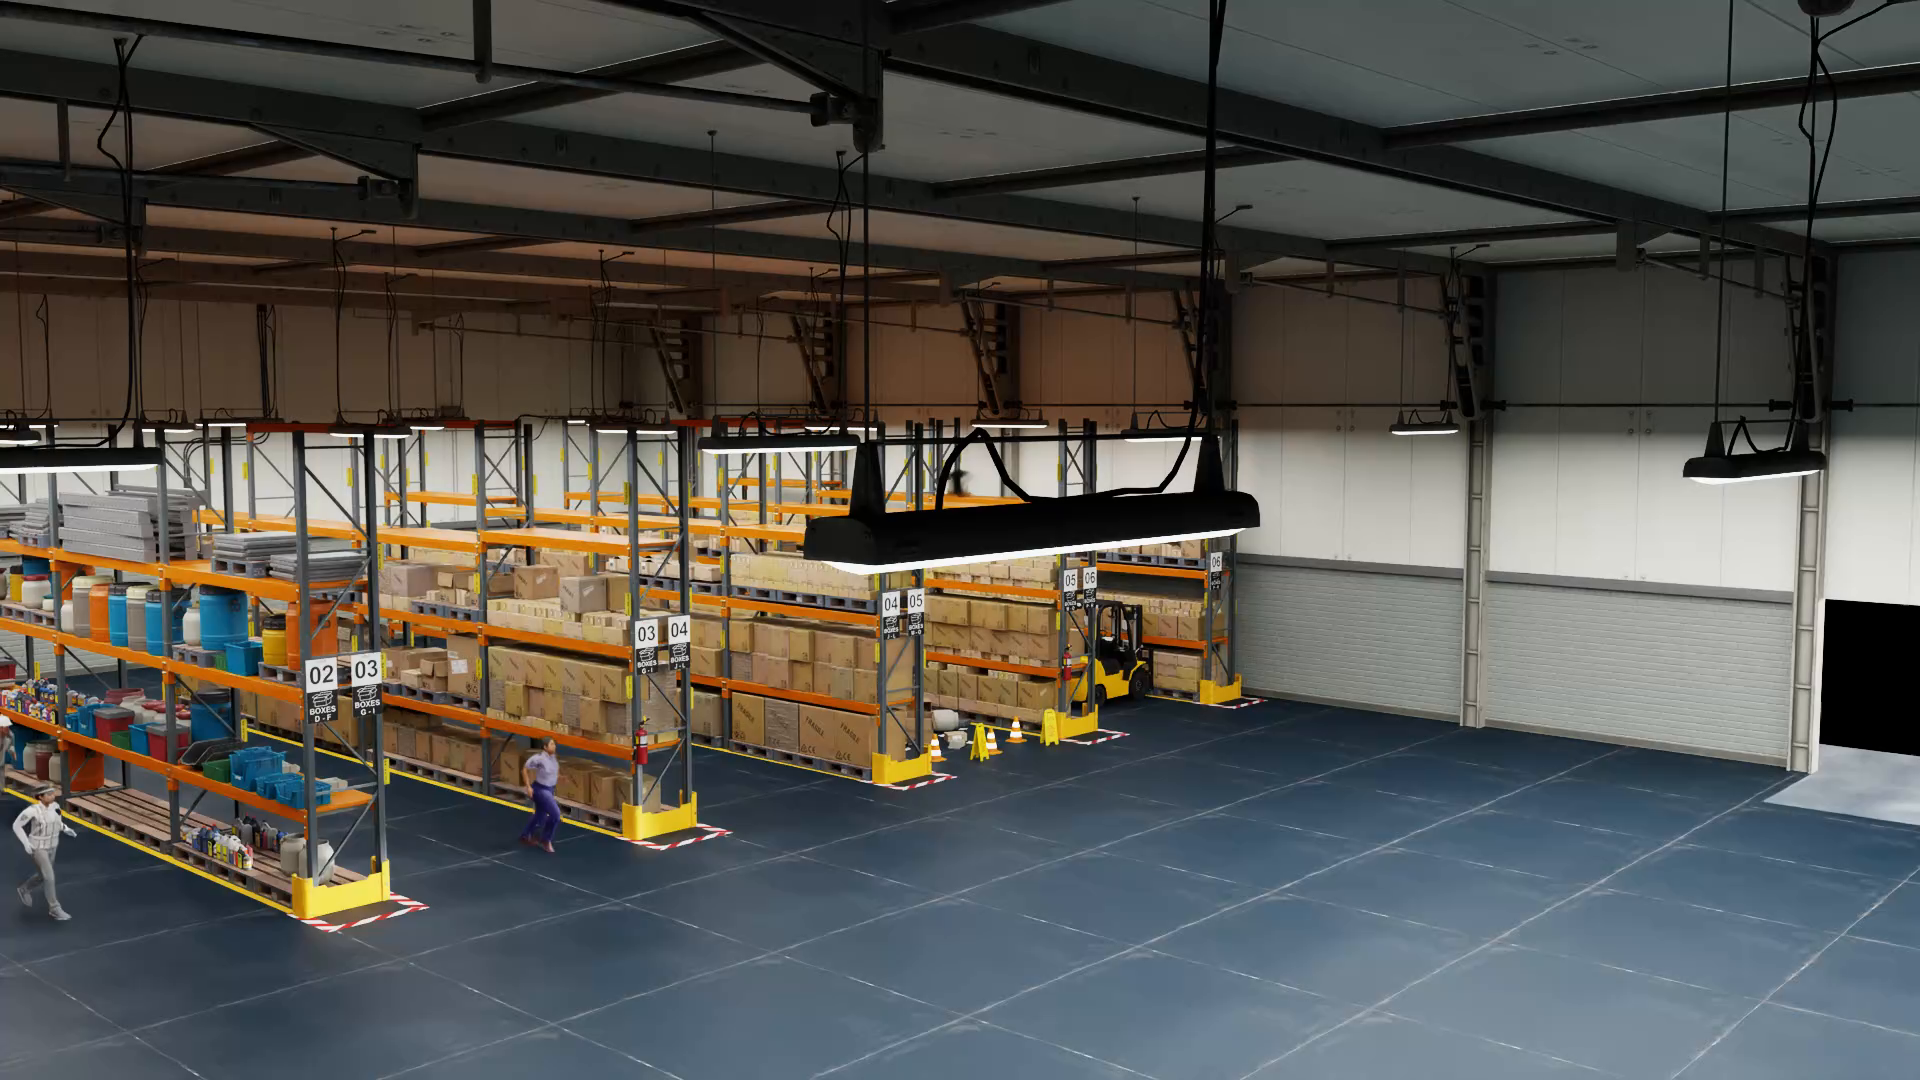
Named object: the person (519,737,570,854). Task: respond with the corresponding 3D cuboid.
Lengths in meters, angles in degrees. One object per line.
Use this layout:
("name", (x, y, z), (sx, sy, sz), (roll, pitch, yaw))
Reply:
("person", (-5.918, 3.611, 23.576), (0.802, 1.666, 0.549), (1, 5, 12))

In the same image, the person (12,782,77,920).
("person", (-11.377, 3.818, 20.560), (0.916, 1.693, 0.590), (1, 5, 18))

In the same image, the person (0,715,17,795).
("person", (-14.822, 3.457, 25.449), (0.820, 1.597, 0.691), (2, 5, 28))
